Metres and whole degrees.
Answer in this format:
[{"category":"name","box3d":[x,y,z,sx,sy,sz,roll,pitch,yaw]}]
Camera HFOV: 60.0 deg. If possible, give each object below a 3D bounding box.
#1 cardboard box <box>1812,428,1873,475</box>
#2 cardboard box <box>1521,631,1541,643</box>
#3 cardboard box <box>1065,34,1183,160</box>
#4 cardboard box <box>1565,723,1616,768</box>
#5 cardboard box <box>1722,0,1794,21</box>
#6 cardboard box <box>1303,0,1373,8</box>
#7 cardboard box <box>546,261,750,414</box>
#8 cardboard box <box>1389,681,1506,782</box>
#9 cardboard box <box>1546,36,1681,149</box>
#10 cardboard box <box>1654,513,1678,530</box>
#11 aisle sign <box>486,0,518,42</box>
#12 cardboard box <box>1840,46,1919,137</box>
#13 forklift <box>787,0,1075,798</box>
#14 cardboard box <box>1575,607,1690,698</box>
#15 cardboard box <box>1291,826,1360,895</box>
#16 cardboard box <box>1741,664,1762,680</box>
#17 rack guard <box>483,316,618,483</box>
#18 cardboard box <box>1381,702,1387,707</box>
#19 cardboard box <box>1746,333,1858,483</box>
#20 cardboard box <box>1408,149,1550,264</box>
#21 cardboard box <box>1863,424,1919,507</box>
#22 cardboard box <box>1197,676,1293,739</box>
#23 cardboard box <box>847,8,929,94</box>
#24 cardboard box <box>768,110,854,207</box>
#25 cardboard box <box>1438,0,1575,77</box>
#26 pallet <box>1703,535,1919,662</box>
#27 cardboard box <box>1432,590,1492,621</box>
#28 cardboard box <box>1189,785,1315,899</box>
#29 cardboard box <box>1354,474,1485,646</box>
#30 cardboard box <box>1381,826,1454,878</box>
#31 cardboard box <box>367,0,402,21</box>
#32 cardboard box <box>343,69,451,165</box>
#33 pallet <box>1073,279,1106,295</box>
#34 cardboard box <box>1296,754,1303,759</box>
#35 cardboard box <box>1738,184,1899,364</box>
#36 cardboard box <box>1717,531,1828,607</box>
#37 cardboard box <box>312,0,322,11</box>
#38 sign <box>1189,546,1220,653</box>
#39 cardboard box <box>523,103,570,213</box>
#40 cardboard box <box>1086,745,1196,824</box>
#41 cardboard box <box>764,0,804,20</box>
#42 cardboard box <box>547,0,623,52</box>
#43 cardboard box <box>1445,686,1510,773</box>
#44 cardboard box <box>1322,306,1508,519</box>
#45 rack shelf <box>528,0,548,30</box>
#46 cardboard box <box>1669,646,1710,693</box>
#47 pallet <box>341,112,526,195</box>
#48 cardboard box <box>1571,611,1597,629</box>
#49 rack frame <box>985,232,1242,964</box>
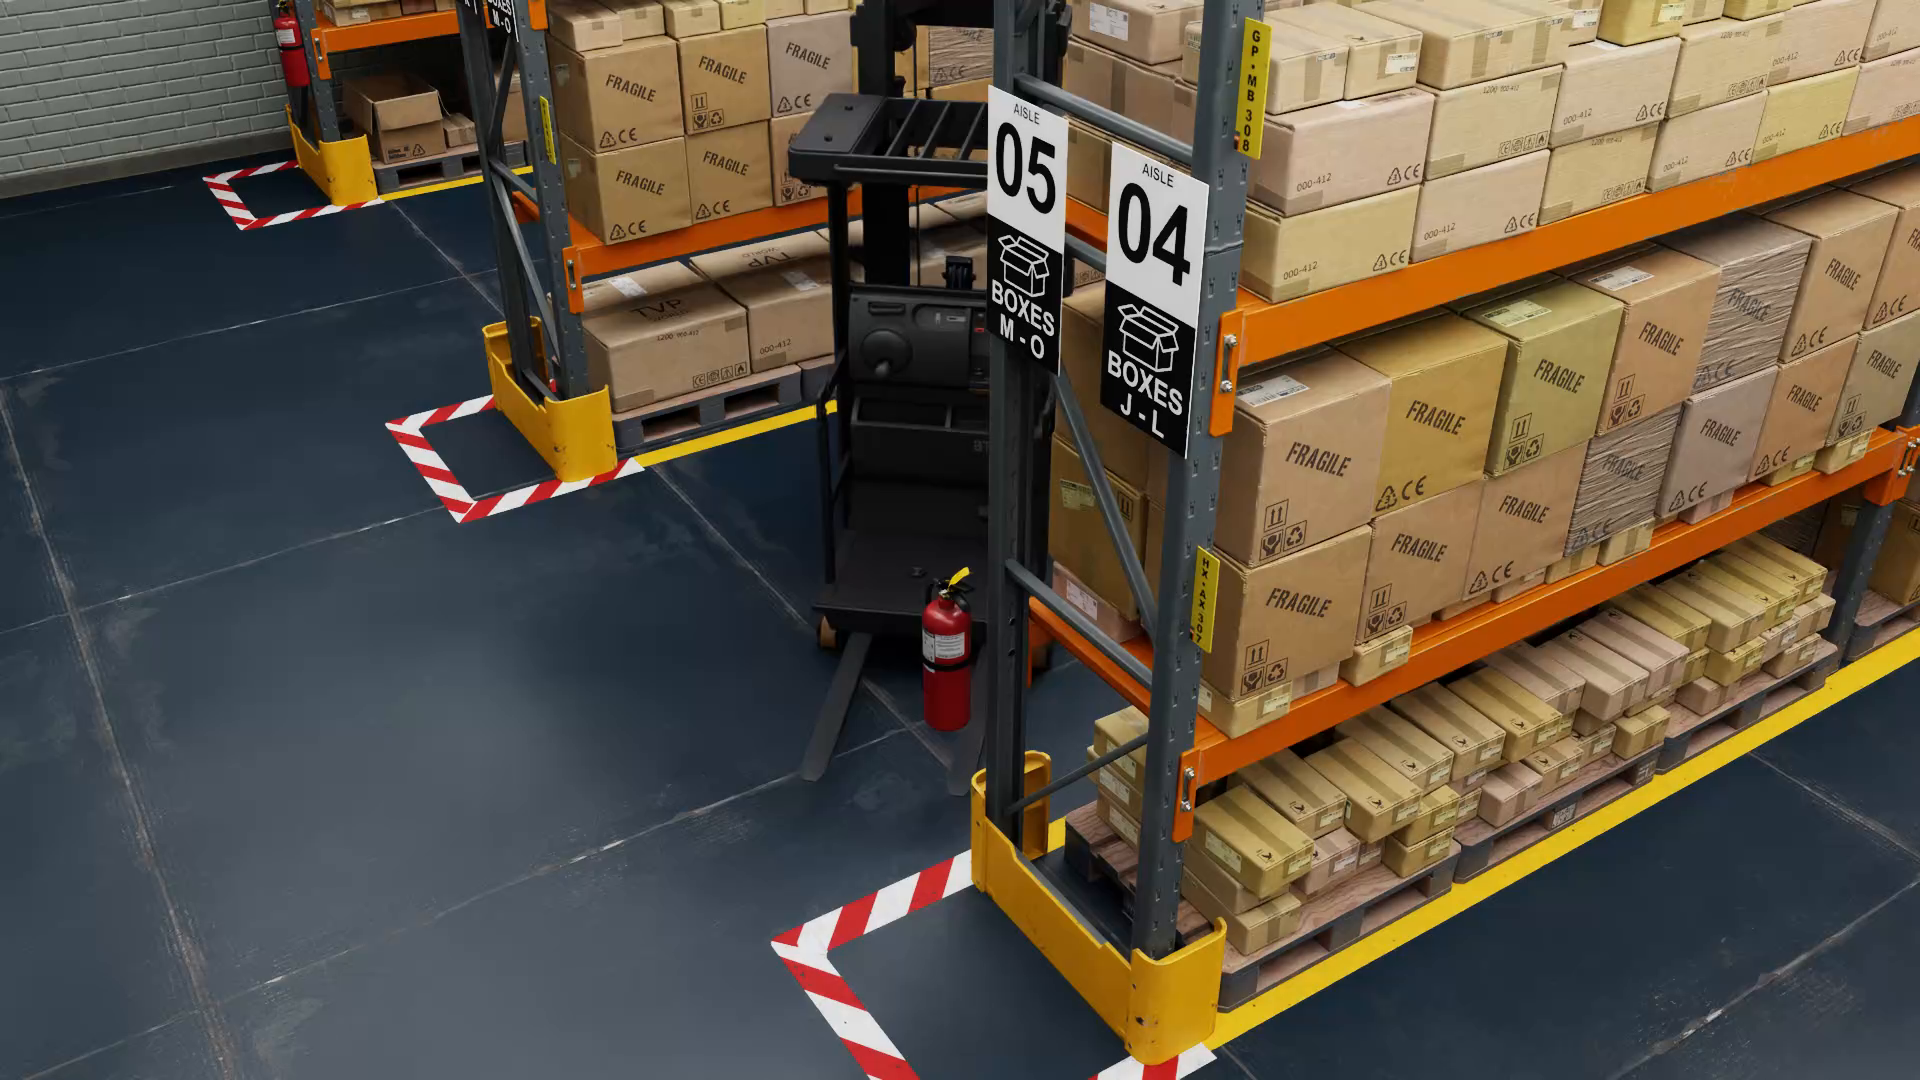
[{"category":"cardboard box","box3d":[3.507,-0.441,6.873,0.250,0.149,0.380,-20,37,-28]},{"category":"cardboard box","box3d":[2.277,0.312,7.165,0.250,0.149,0.380,-21,38,-29]},{"category":"cardboard box","box3d":[0.665,-1.366,4.964,0.500,0.250,0.500,-20,37,-29]},{"category":"cardboard box","box3d":[2.507,0.781,6.979,0.250,0.149,0.380,-18,37,-26]},{"category":"cardboard box","box3d":[2.388,-1.763,5.219,0.250,0.149,0.380,-20,37,-28]},{"category":"cardboard box","box3d":[1.012,-1.617,4.989,0.250,0.149,0.380,-20,37,-29]},{"category":"cardboard box","box3d":[-1.850,-1.222,9.884,0.875,0.438,0.875,-20,38,-29]},{"category":"cardboard box","box3d":[1.890,0.742,6.483,0.250,0.149,0.380,-17,36,-25]},{"category":"cardboard box","box3d":[1.795,-1.421,5.052,0.500,0.250,0.500,-19,37,-27]},{"category":"cardboard box","box3d":[2.565,-0.185,6.468,0.250,0.149,0.380,-20,37,-28]},{"category":"aisle sign","box3d":[-2.254,-2.841,8.006,0.004,0.787,0.394,-19,37,-27]},{"category":"cardboard box","box3d":[3.086,-1.661,5.901,0.500,0.250,0.500,-19,37,-27]},{"category":"forklift","box3d":[-0.075,-0.843,7.339,1.130,2.935,3.031,5,33,8]},{"category":"cardboard box","box3d":[2.783,0.465,6.923,0.250,0.149,0.380,-21,38,-30]},{"category":"cardboard box","box3d":[1.256,1.110,6.178,0.250,0.149,0.380,-19,37,-27]},{"category":"cardboard box","box3d":[3.369,0.474,7.466,0.250,0.149,0.380,-18,36,-26]},{"category":"rack guard","box3d":[-2.371,-0.828,9.594,0.348,0.500,1.175,-19,37,-27]},{"category":"cardboard box","box3d":[1.569,0.613,6.966,0.250,0.149,0.380,-18,37,-27]},{"category":"cardboard box","box3d":[3.087,-0.610,6.533,0.500,0.500,0.500,-20,37,-29]},{"category":"cardboard box","box3d":[1.377,-1.073,4.968,0.500,0.250,0.500,-18,36,-26]},{"category":"cardboard box","box3d":[4.542,-0.391,7.804,0.500,0.250,0.500,-21,38,-29]},{"category":"cardboard box","box3d":[0.866,0.458,5.448,0.250,0.149,0.380,-19,37,-28]},{"category":"cardboard box","box3d":[-0.515,-2.818,9.375,0.500,0.500,0.500,-19,37,-27]},{"category":"cardboard box","box3d":[-0.945,-2.242,9.400,0.500,0.500,0.500,-19,37,-28]},{"category":"cardboard box","box3d":[1.508,-1.460,4.740,0.250,0.149,0.380,-18,37,-27]},{"category":"pallet","box3d":[4.431,0.096,8.401,1.213,0.211,1.003,-19,37,-27]},{"category":"cardboard box","box3d":[1.697,0.108,6.003,0.250,0.149,0.380,-19,37,-28]},{"category":"cardboard box","box3d":[1.040,1.076,5.954,0.250,0.149,0.380,-21,38,-29]},{"category":"cardboard box","box3d":[1.379,-0.042,5.633,0.500,0.500,0.500,-19,37,-27]},{"category":"cardboard box","box3d":[1.685,1.106,6.463,0.250,0.149,0.380,-18,37,-27]},{"category":"cardboard box","box3d":[-4.430,-4.077,12.637,0.250,0.149,0.380,-18,36,-26]},{"category":"cardboard box","box3d":[-4.478,-3.373,13.232,0.637,0.503,0.797,-21,38,-29]},{"category":"pallet","box3d":[0.329,-1.685,11.223,1.213,0.211,1.003,-19,37,-27]},{"category":"cardboard box","box3d":[1.376,0.846,6.876,0.250,0.149,0.380,-19,37,-27]},{"category":"cardboard box","box3d":[3.098,-1.040,6.278,0.500,0.500,0.500,-20,37,-29]},{"category":"cardboard box","box3d":[3.620,0.138,7.441,0.250,0.149,0.380,-18,36,-26]},{"category":"cardboard box","box3d":[-4.910,-4.227,12.875,0.250,0.149,0.380,-19,37,-28]},{"category":"sign","box3d":[0.710,0.175,4.849,0.005,0.325,0.100,-19,37,-27]},{"category":"cardboard box","box3d":[-2.089,-2.193,9.321,0.500,0.500,0.500,-19,37,-27]},{"category":"cardboard box","box3d":[0.705,0.920,6.480,0.250,0.149,0.380,-20,37,-29]},{"category":"cardboard box","box3d":[-1.037,-2.926,8.937,0.250,0.149,0.380,-19,37,-27]},{"category":"cardboard box","box3d":[-1.903,-2.610,8.438,0.250,0.149,0.380,-18,37,-26]},{"category":"cardboard box","box3d":[2.065,0.758,6.736,0.250,0.149,0.380,-17,36,-25]},{"category":"cardboard box","box3d":[1.358,-0.452,5.346,0.500,0.500,0.500,-18,36,-26]},{"category":"rack shelf","box3d":[-0.670,-3.435,9.247,4.000,0.370,1.077,-19,37,-27]},{"category":"cardboard box","box3d":[2.985,0.475,7.184,0.250,0.149,0.380,-19,37,-27]},{"category":"pallet","box3d":[-4.310,-3.191,13.610,1.213,0.211,1.003,-19,37,-27]},{"category":"cardboard box","box3d":[2.722,0.282,7.491,0.250,0.149,0.380,-21,38,-30]},{"category":"rack frame","box3d":[0.416,0.298,5.466,0.127,3.000,1.000,-19,37,-27]}]
